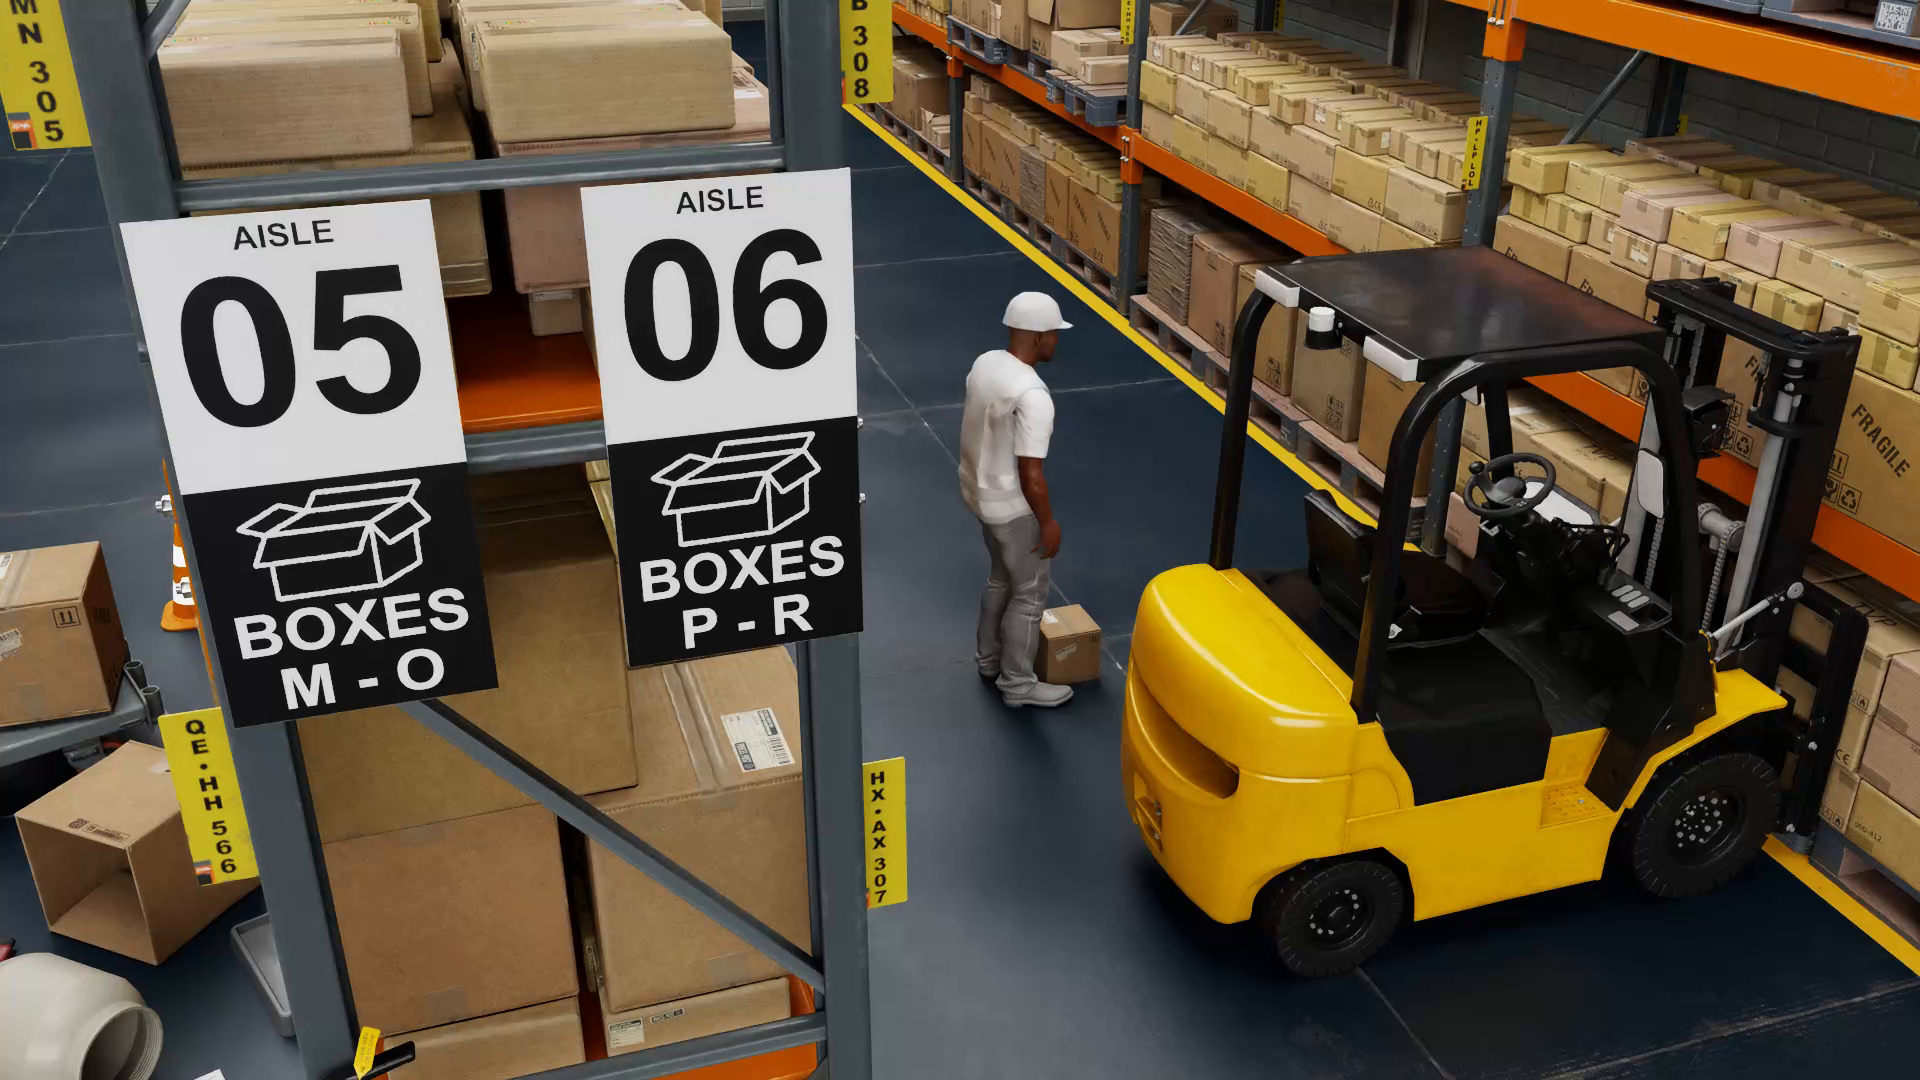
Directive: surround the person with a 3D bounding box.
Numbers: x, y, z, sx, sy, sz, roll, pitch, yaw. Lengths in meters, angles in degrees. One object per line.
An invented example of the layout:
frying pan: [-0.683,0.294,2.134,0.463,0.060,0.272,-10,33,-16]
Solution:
person: [0.241,-0.171,6.942,0.459,1.759,0.630,-10,28,-19]
